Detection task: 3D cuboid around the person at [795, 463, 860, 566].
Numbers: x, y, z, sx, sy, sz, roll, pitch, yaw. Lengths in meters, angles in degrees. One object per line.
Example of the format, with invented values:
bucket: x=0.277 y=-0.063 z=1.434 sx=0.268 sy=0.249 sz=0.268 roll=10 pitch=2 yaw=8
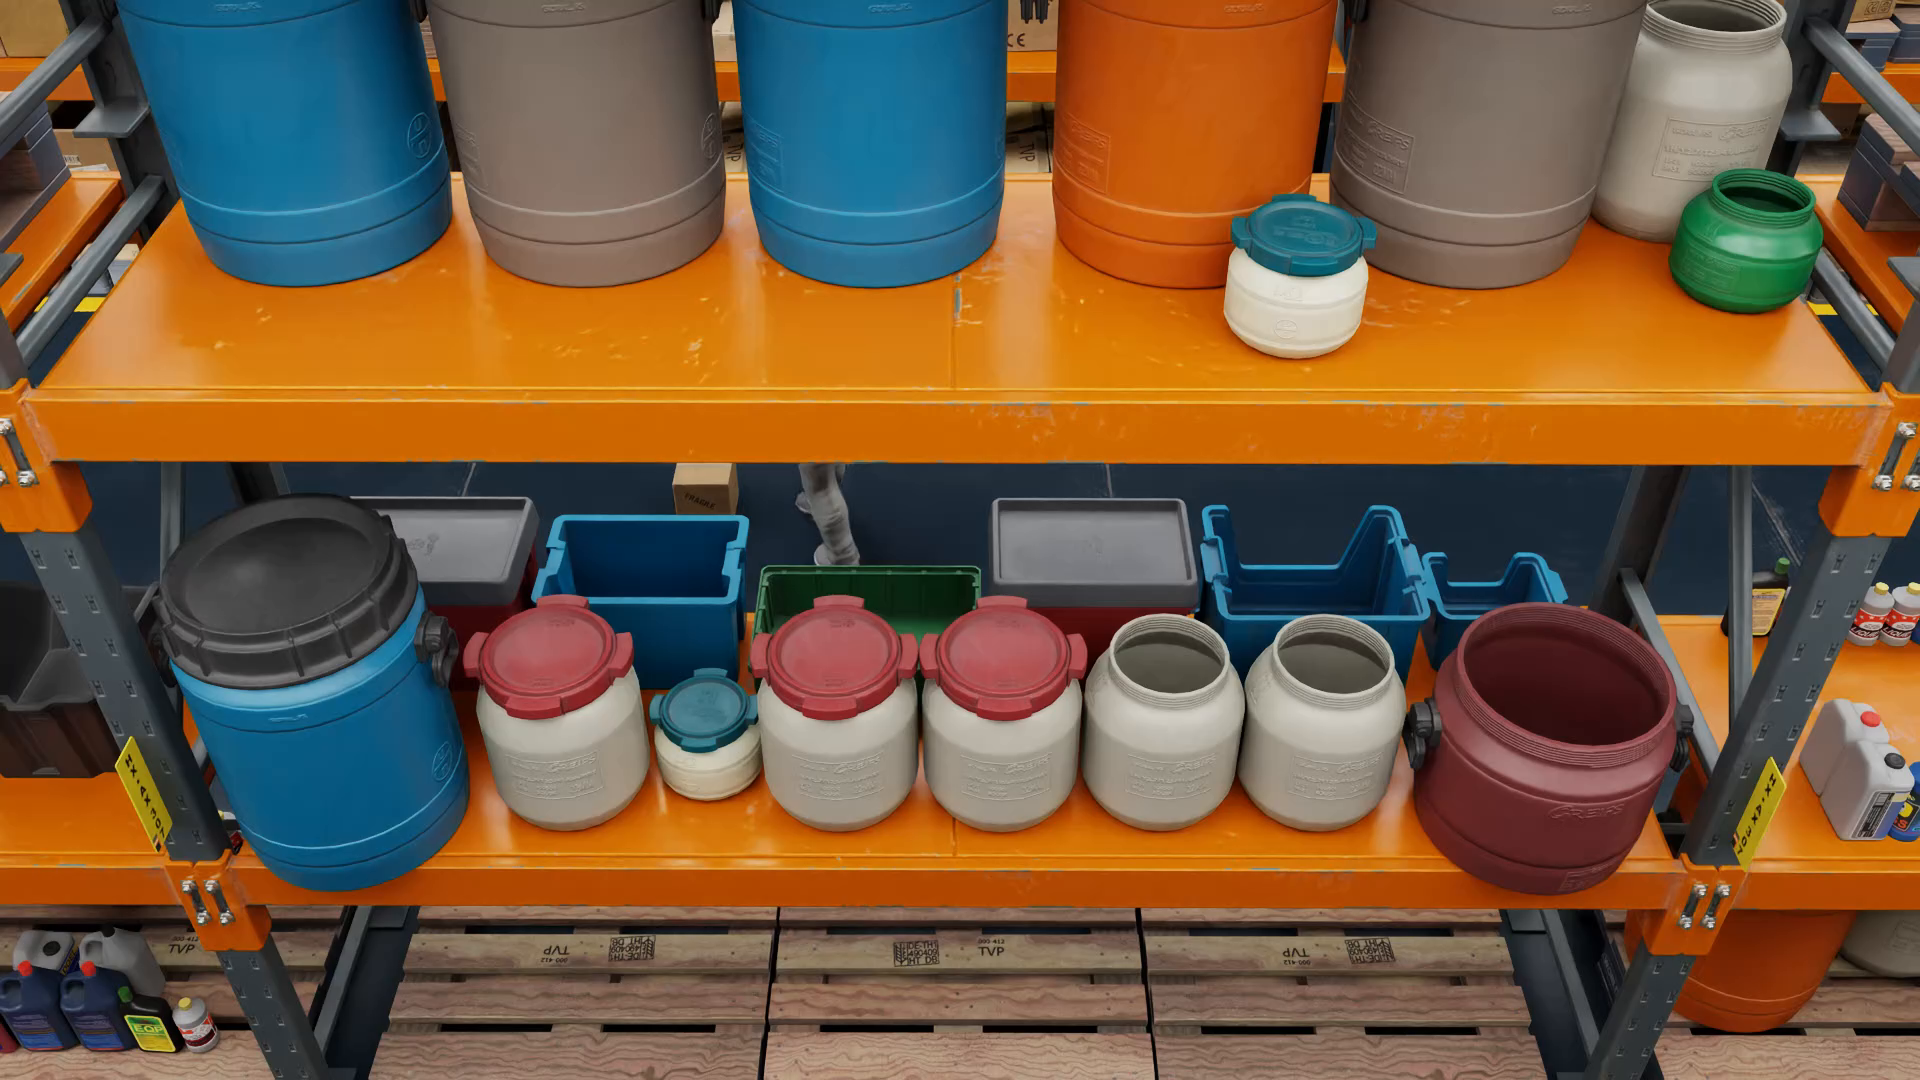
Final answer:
person: x=-0.625 y=-0.607 z=6.892 sx=0.529 sy=1.678 sz=0.690 roll=-29 pitch=48 yaw=-30
